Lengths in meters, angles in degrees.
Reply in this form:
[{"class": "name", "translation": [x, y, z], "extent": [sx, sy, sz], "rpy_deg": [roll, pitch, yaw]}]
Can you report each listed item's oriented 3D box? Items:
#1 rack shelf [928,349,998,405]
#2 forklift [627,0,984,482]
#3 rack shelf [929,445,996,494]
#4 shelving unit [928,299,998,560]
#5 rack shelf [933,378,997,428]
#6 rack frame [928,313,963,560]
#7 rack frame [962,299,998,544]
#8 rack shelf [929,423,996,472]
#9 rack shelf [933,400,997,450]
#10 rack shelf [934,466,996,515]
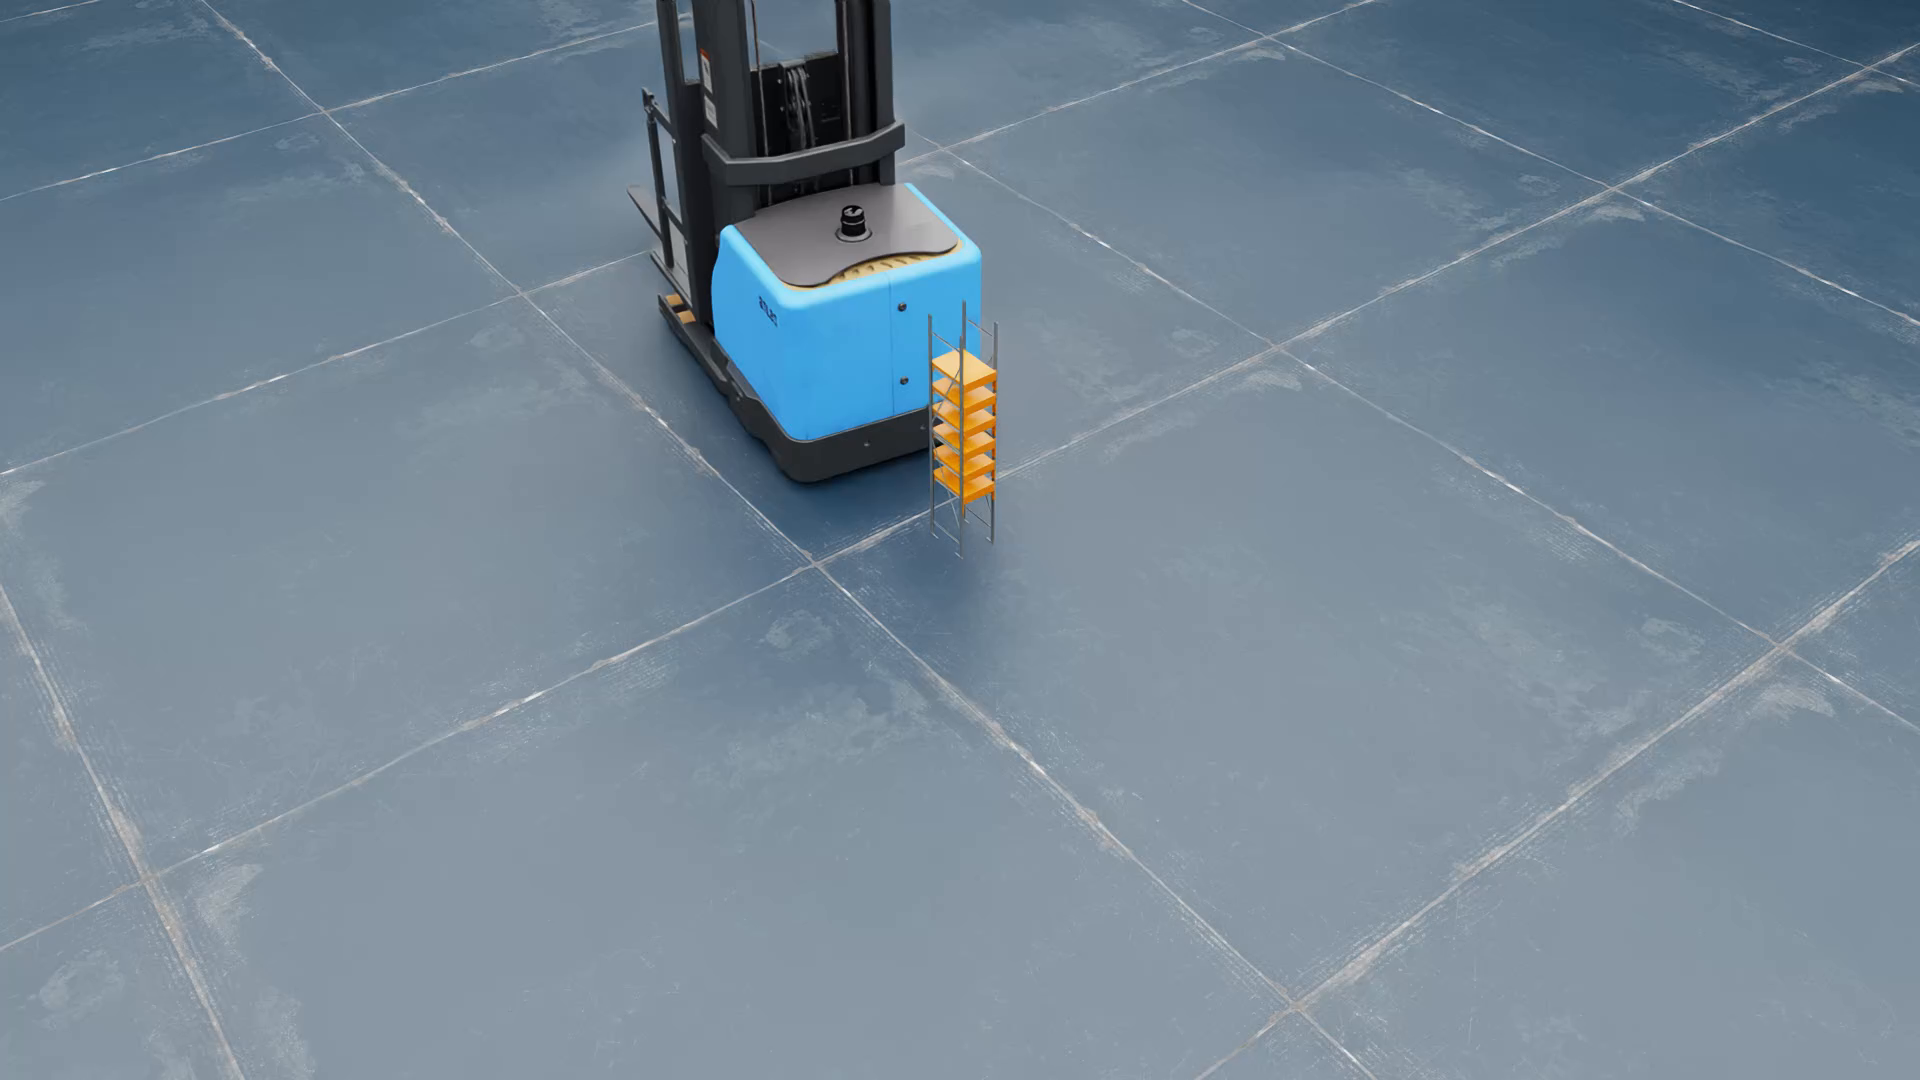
[{"class": "rack shelf", "translation": [0.011, -0.713, 7.176], "extent": [0.180, 0.103, 0.258], "rpy_deg": [-26, 46, -28]}, {"class": "forklift", "translation": [-1.009, -2.335, 8.286], "extent": [1.130, 2.935, 3.031], "rpy_deg": [-18, 43, -21]}, {"class": "rack shelf", "translation": [0.011, -0.342, 7.481], "extent": [0.180, 0.103, 0.258], "rpy_deg": [-26, 46, -28]}, {"class": "shelving unit", "translation": [0.011, -0.469, 7.376], "extent": [0.189, 1.200, 0.258], "rpy_deg": [-26, 46, -28]}, {"class": "rack shelf", "translation": [0.011, -0.621, 7.252], "extent": [0.180, 0.103, 0.258], "rpy_deg": [-26, 46, -28]}, {"class": "rack frame", "translation": [-0.061, -0.434, 7.333], "extent": [0.006, 1.200, 0.240], "rpy_deg": [-26, 46, -28]}, {"class": "rack frame", "translation": [0.084, -0.505, 7.419], "extent": [0.006, 1.200, 0.240], "rpy_deg": [-26, 46, -28]}, {"class": "rack shelf", "translation": [0.011, -0.435, 7.404], "extent": [0.180, 0.103, 0.258], "rpy_deg": [-26, 46, -28]}, {"class": "rack shelf", "translation": [0.011, -0.528, 7.328], "extent": [0.180, 0.103, 0.258], "rpy_deg": [-26, 46, -28]}, {"class": "rack shelf", "translation": [0.011, -0.250, 7.557], "extent": [0.180, 0.103, 0.258], "rpy_deg": [-26, 46, -28]}]
